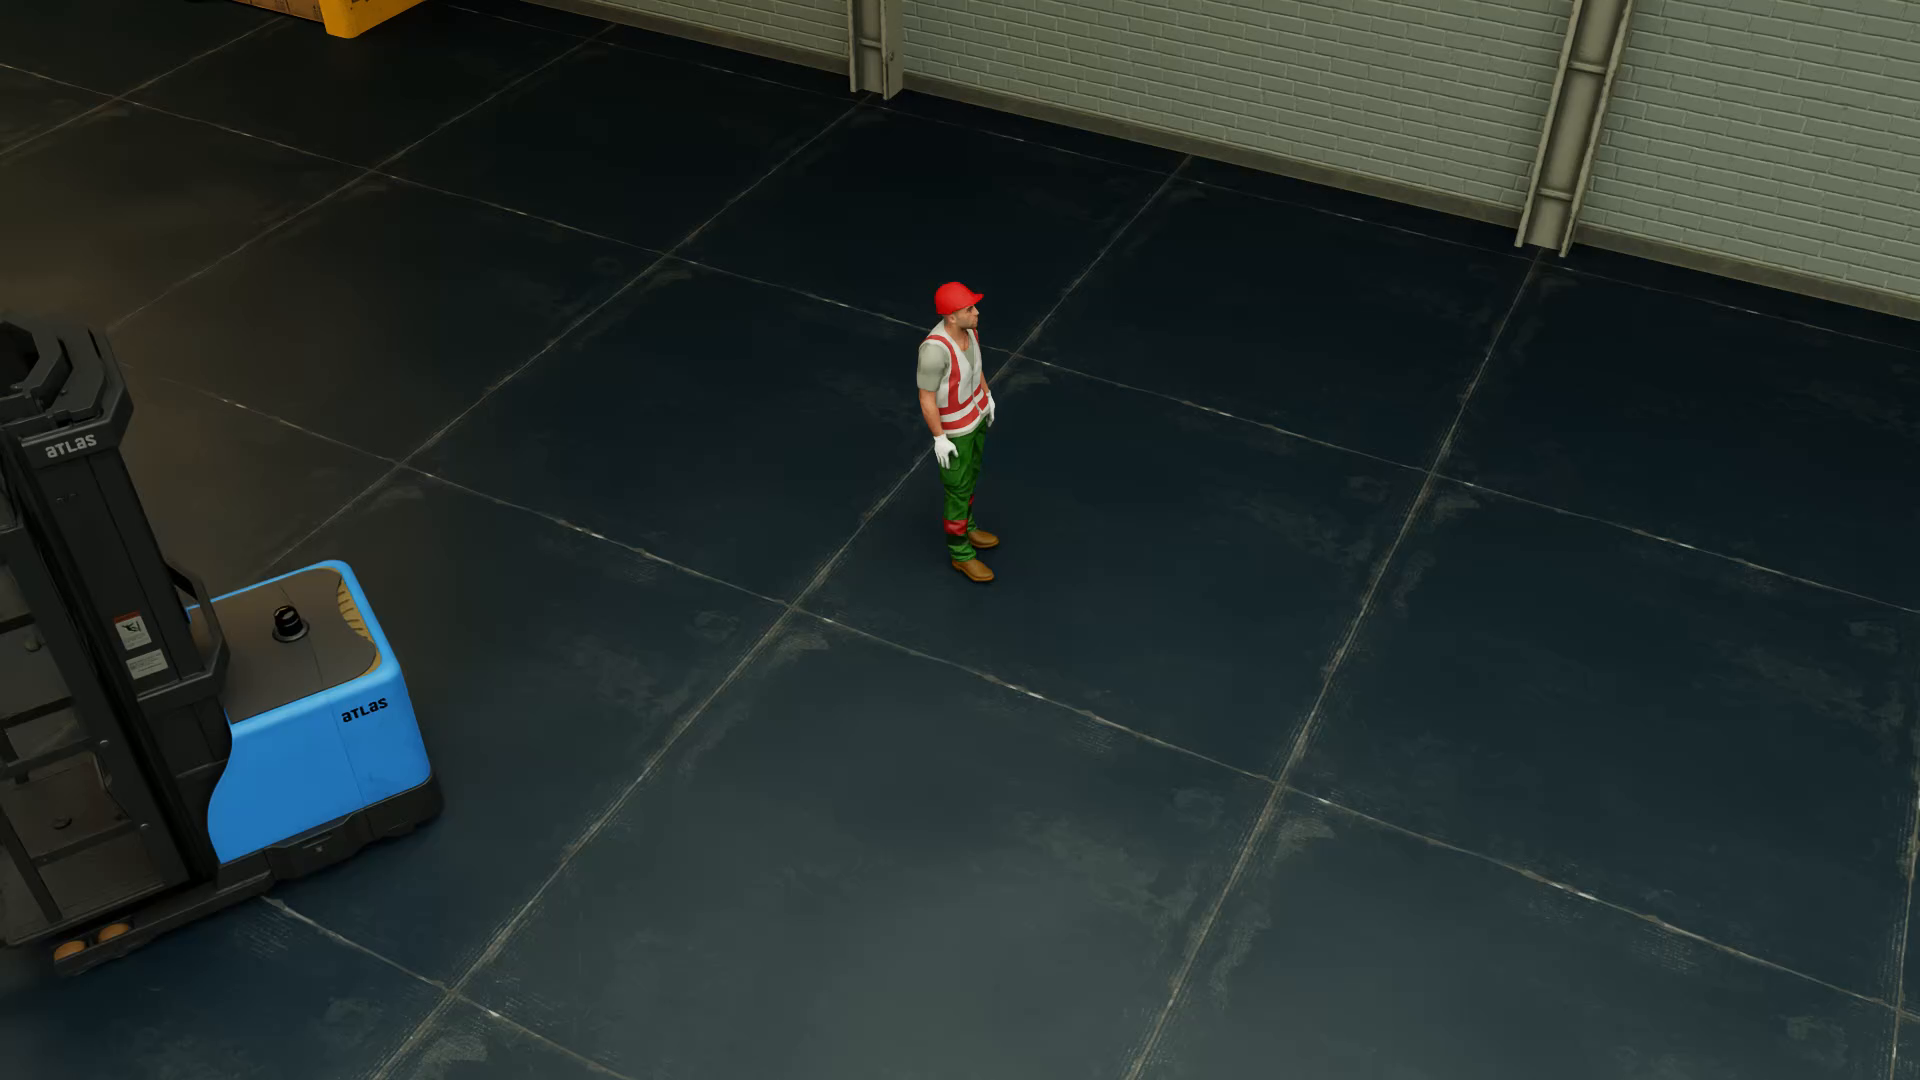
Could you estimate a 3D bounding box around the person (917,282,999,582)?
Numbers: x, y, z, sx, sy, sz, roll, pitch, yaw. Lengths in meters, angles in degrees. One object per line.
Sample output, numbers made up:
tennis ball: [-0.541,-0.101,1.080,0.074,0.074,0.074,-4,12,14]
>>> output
person: [0.065,-0.659,9.644,0.564,1.787,0.637,18,43,21]

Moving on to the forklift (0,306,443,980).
forklift: [-4.181,0.537,7.349,3.031,2.935,1.130,-21,45,-23]
